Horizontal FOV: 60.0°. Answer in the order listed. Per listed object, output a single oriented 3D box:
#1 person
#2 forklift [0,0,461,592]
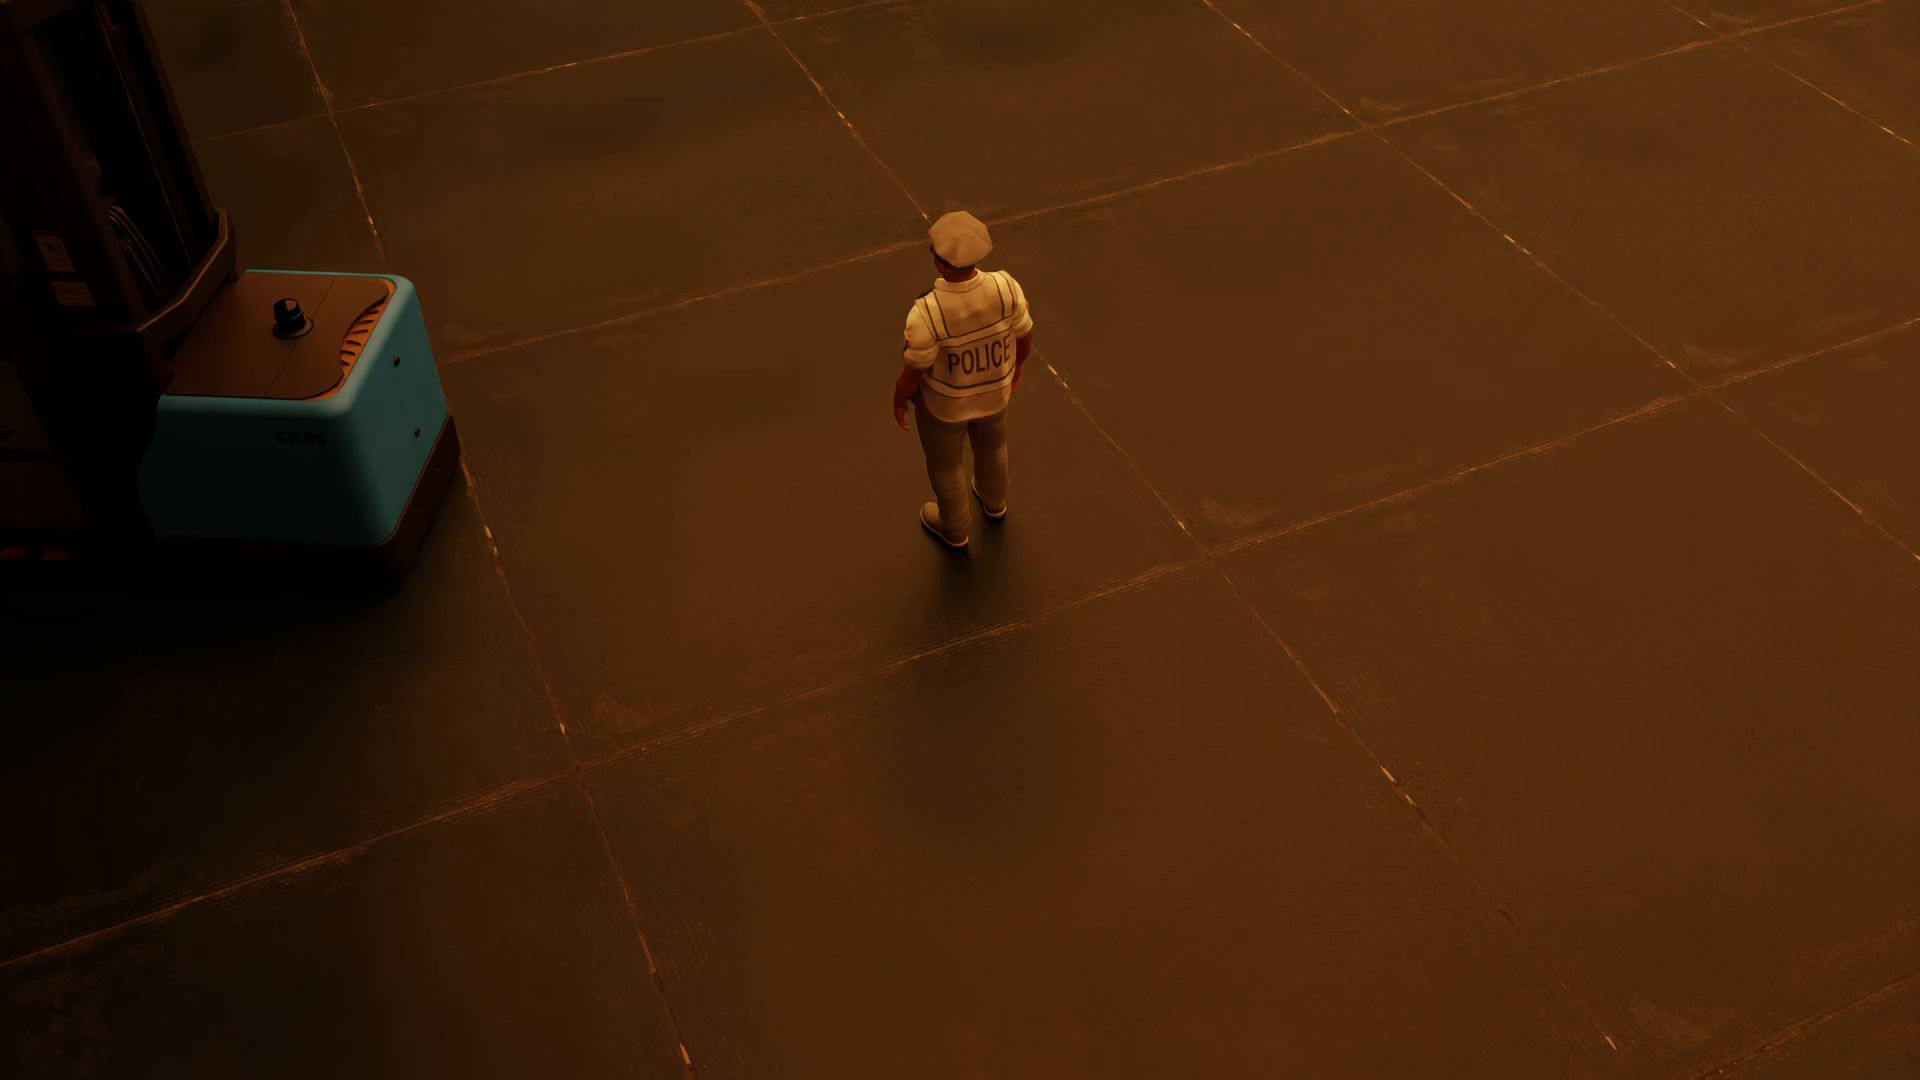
[{"bbox_3d":[-0.022,-0.708,7.270,0.640,1.781,0.575,-18,46,-18],"label":"person"},{"bbox_3d":[-3.998,-1.230,6.999,3.031,2.935,1.130,3,43,3],"label":"forklift"}]
